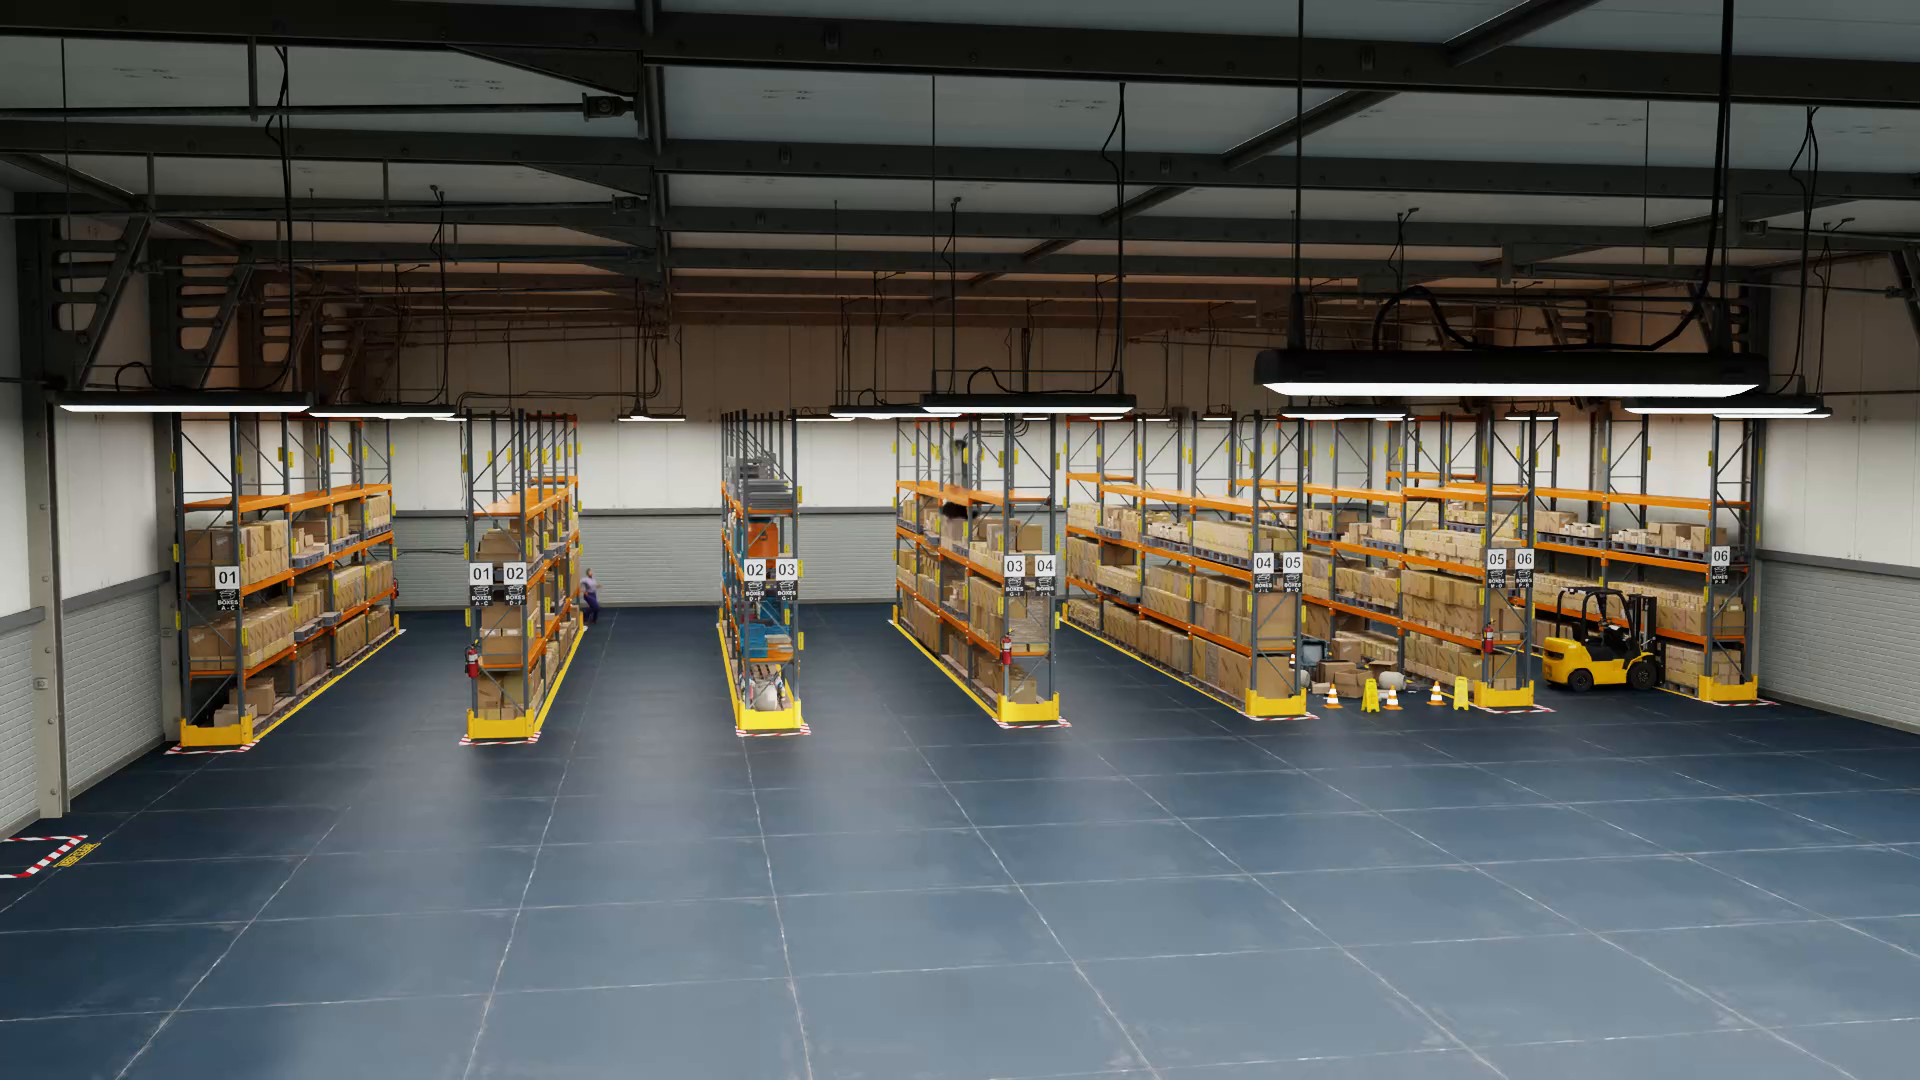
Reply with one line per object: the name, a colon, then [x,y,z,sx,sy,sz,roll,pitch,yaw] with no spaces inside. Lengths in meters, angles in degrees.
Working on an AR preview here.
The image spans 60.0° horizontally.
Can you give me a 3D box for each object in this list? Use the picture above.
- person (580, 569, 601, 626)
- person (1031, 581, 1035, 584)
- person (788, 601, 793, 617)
person: [-10.506,1.641,47.210,0.676,1.671,0.631,1,4,11]
person: [2.241,1.509,48.663,0.683,1.648,0.532,1,4,14]
person: [-5.223,1.406,49.585,0.616,1.740,0.683,1,4,15]
